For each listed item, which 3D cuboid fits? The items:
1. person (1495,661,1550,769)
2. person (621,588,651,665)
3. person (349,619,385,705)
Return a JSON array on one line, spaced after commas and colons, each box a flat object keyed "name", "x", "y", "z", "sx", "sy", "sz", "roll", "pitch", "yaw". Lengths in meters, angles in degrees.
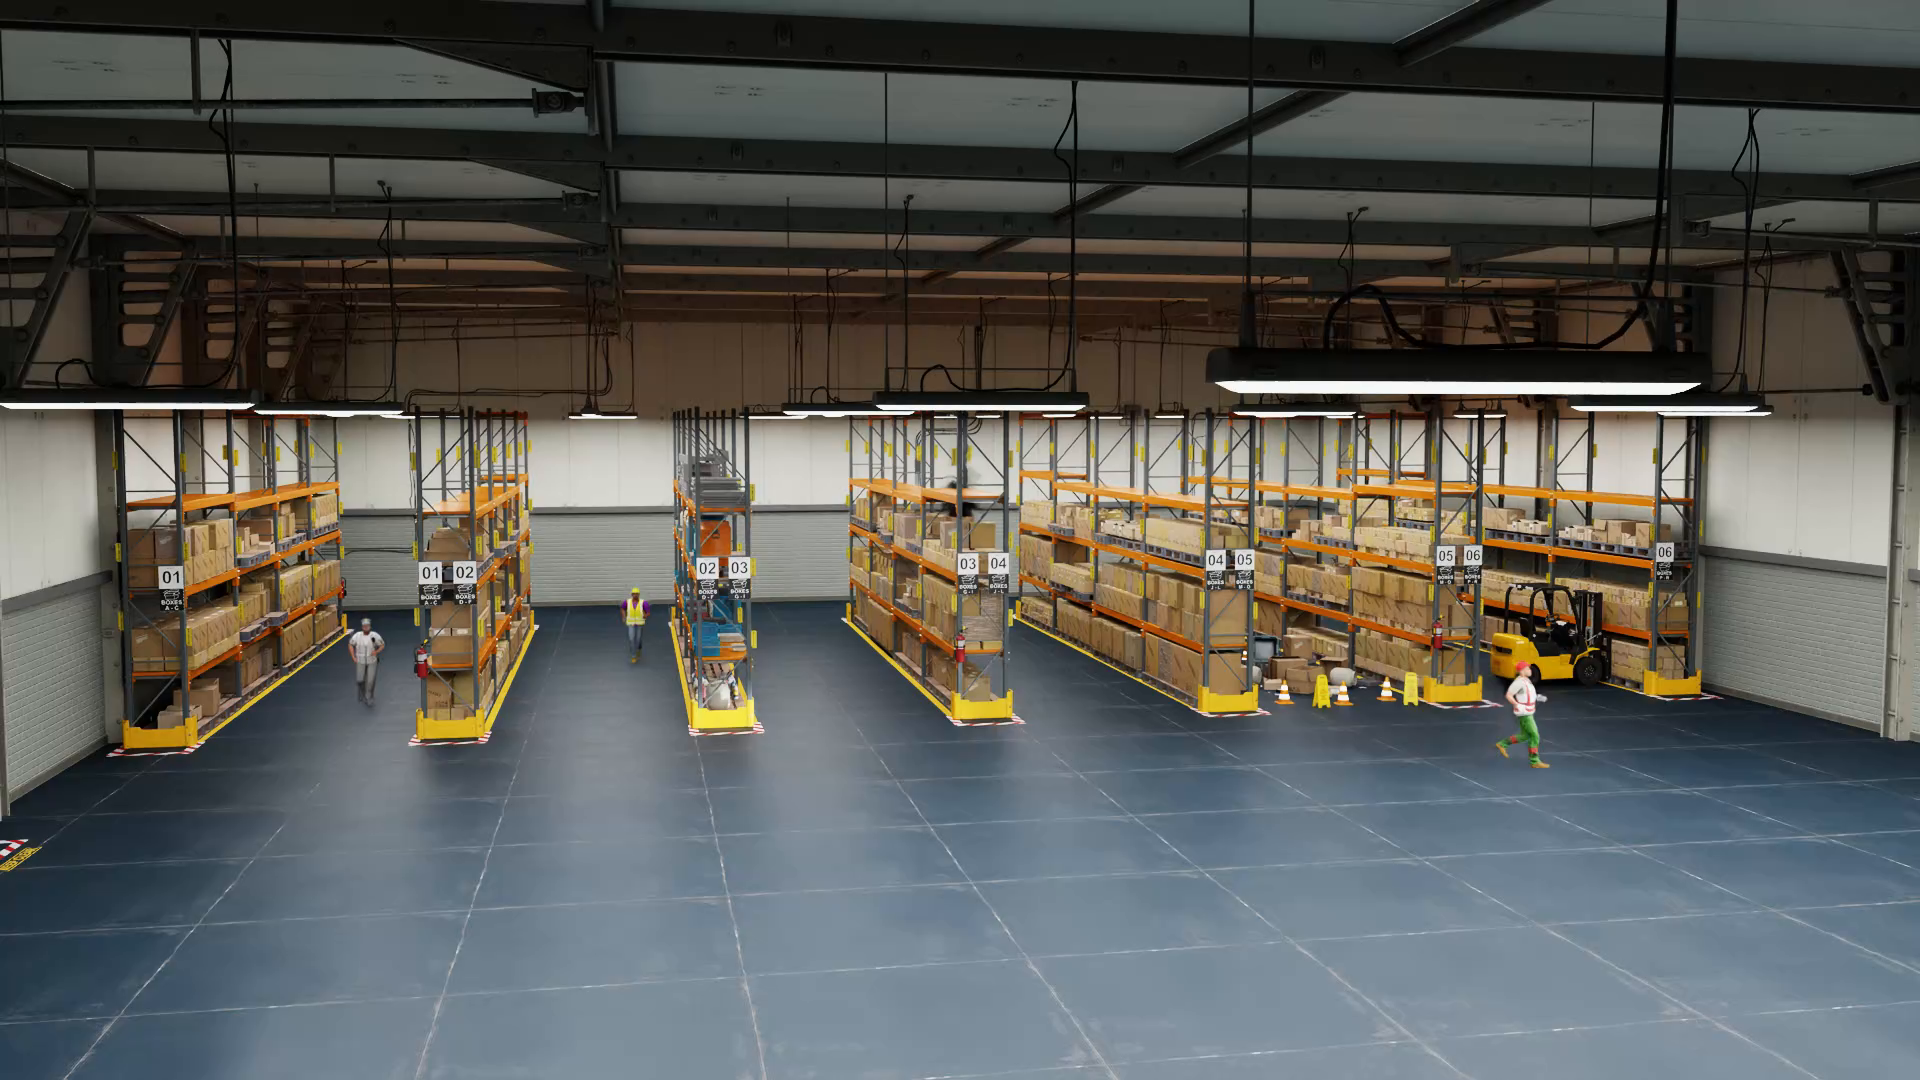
[{"name": "person", "x": 9.329, "y": 2.879, "z": 27.557, "sx": 0.914, "sy": 1.765, "sz": 0.670, "roll": 3, "pitch": 5, "yaw": 33}, {"name": "person", "x": -7.721, "y": 2.023, "z": 39.601, "sx": 0.700, "sy": 1.774, "sz": 0.971, "roll": -1, "pitch": 4, "yaw": -8}, {"name": "person", "x": -11.978, "y": 2.457, "z": 33.583, "sx": 0.710, "sy": 1.757, "sz": 0.563, "roll": -1, "pitch": 4, "yaw": -15}]
